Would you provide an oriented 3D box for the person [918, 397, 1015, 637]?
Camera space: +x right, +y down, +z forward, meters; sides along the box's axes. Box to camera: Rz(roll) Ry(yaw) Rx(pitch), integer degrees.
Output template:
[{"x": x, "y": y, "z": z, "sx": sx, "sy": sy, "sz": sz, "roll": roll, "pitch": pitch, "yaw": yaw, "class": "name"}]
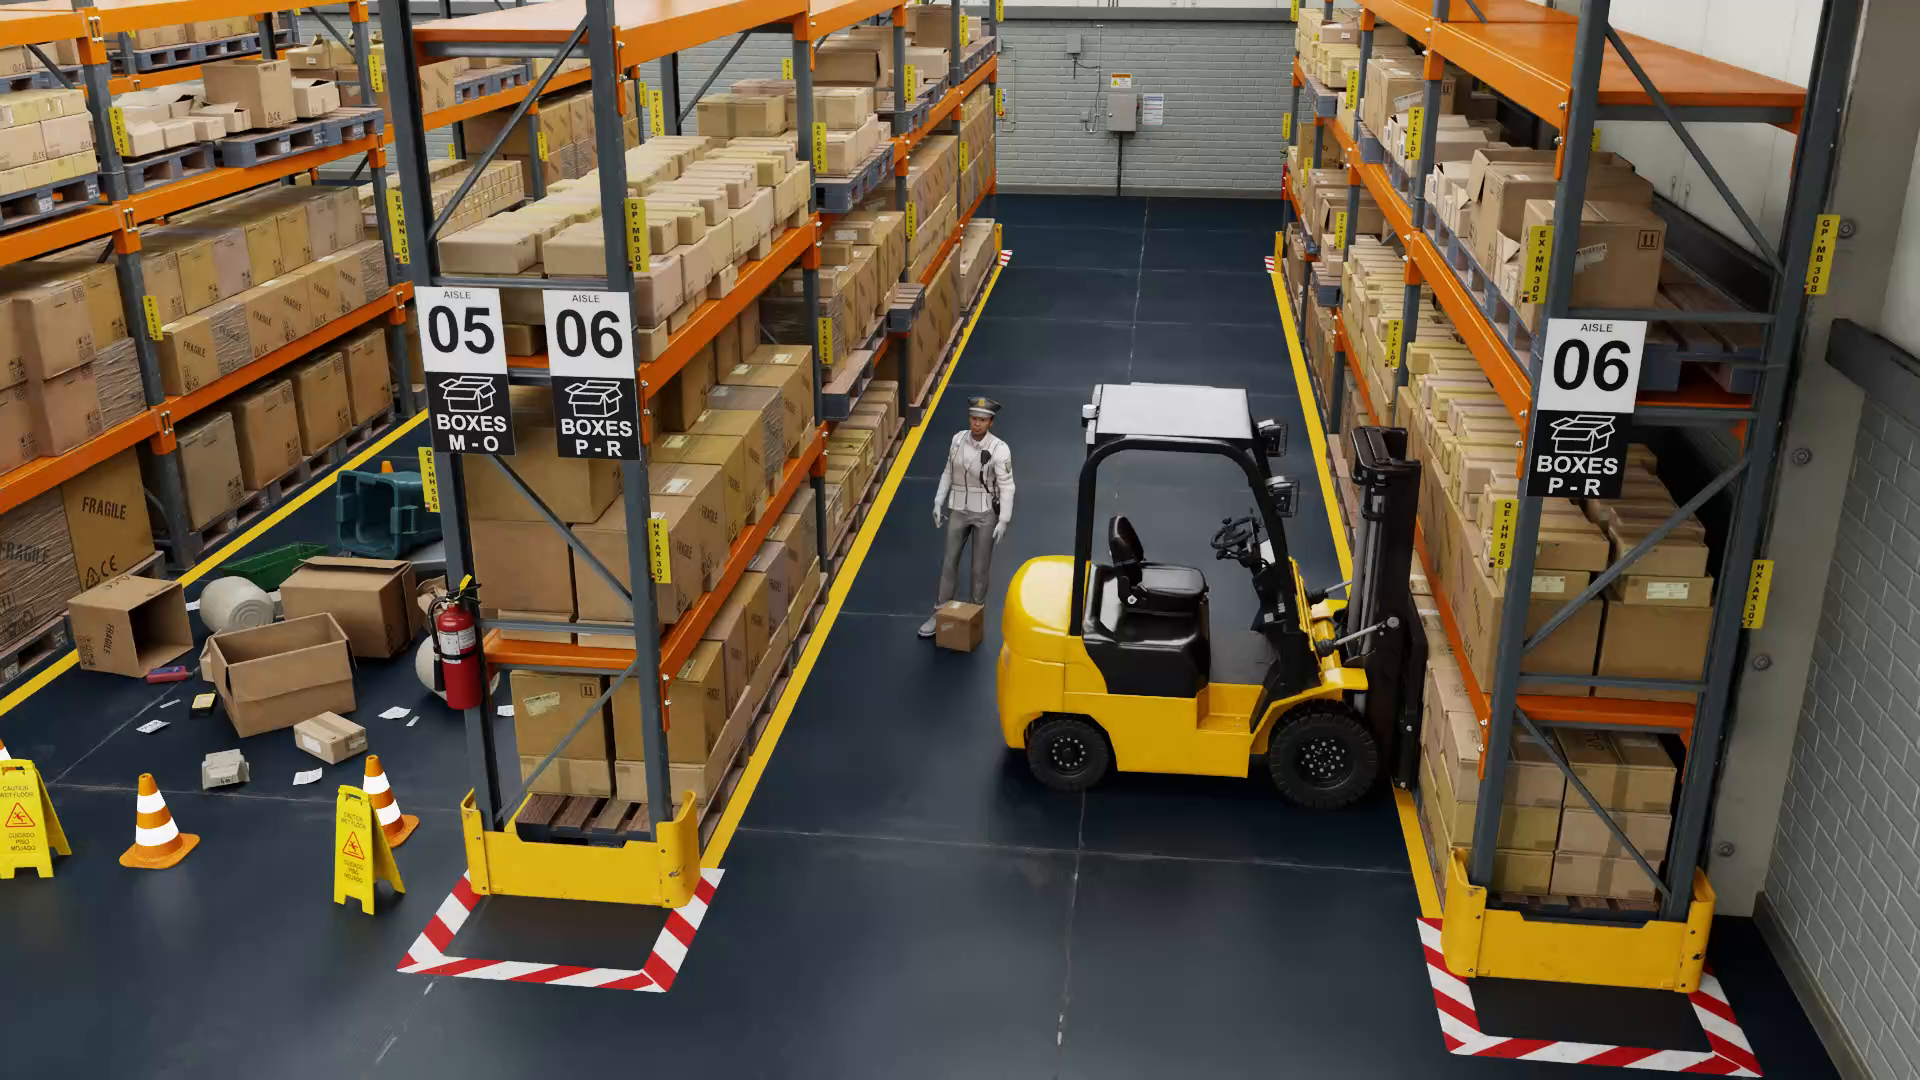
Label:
[{"x": 0.062, "y": -0.158, "z": 11.418, "sx": 0.586, "sy": 1.695, "sz": 0.532, "roll": 10, "pitch": 23, "yaw": 24, "class": "person"}]
